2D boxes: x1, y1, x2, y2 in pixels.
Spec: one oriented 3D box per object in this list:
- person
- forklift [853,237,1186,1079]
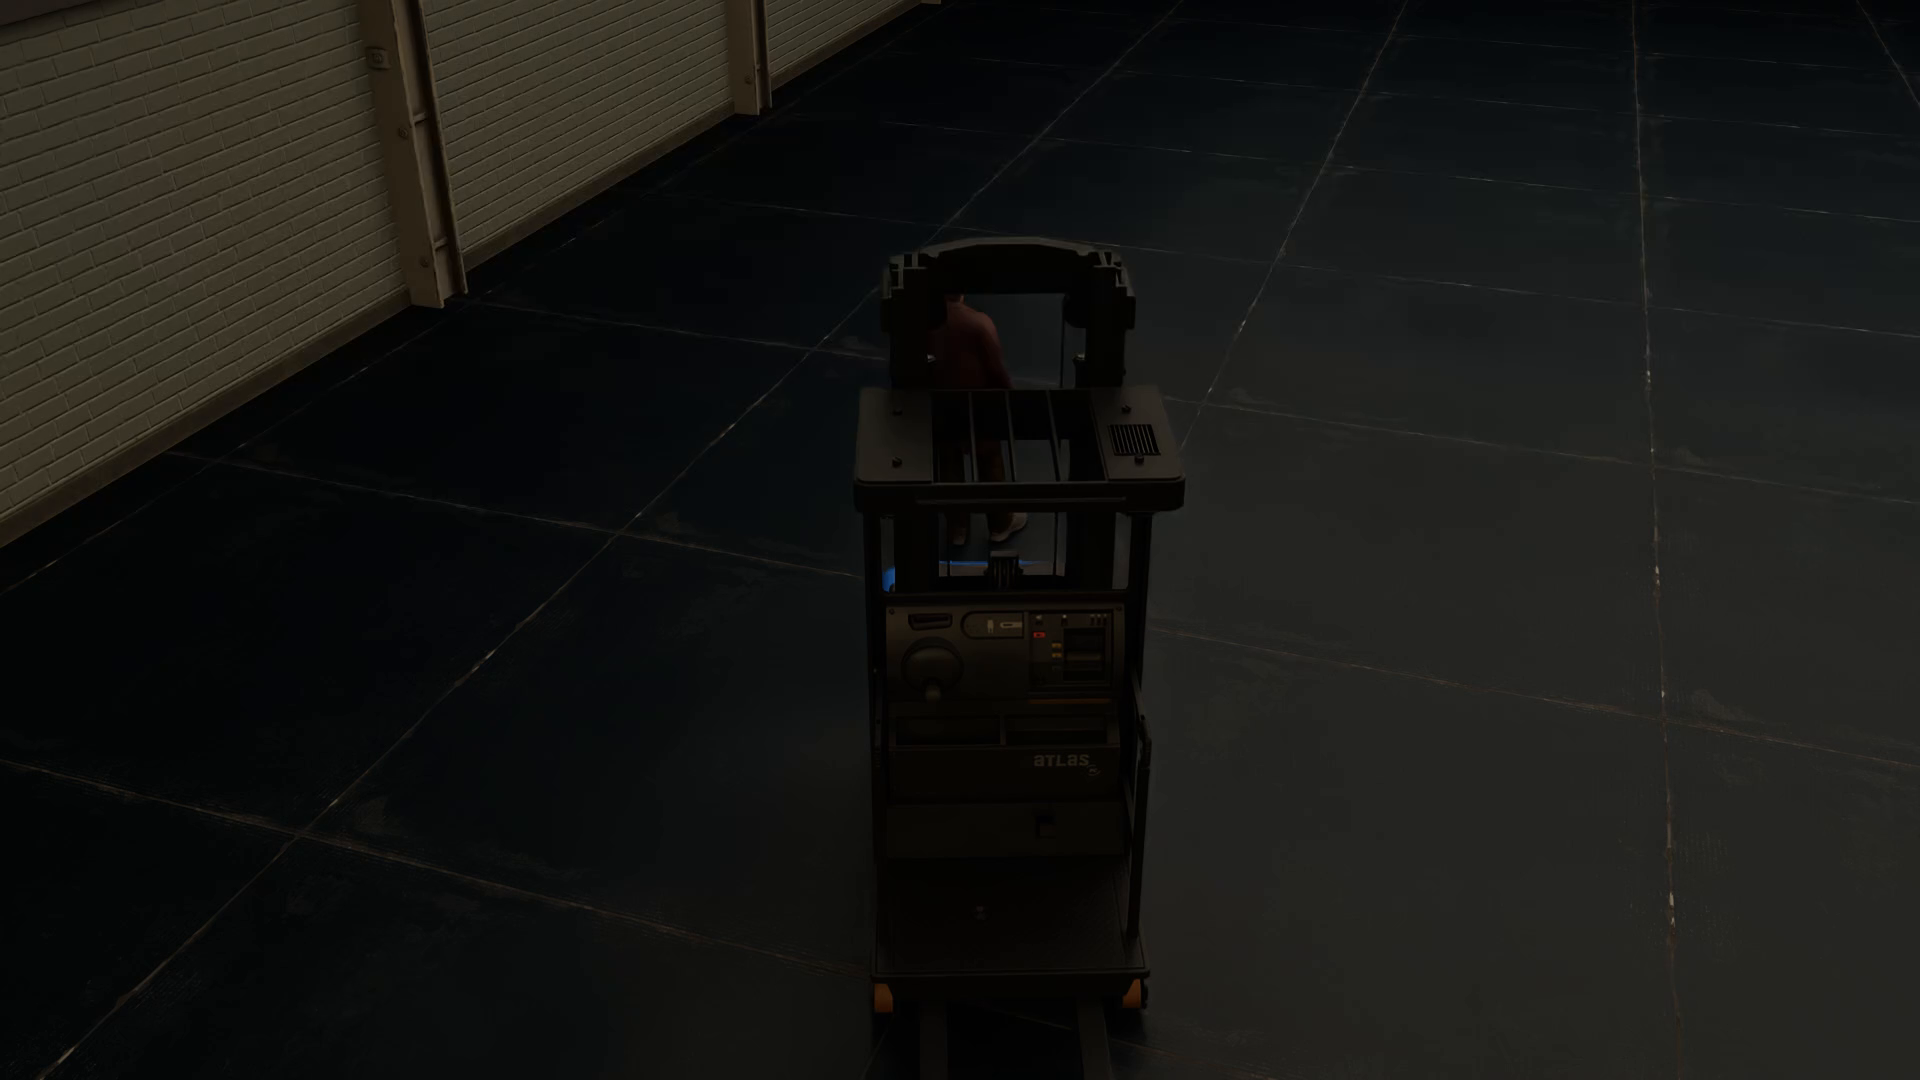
[{"bbox_3d":[0.034,-0.820,9.726,0.696,1.775,0.582,10,31,16],"label":"person"},{"bbox_3d":[0.185,0.481,6.293,1.130,2.935,3.031,-1,30,-1],"label":"forklift"}]
